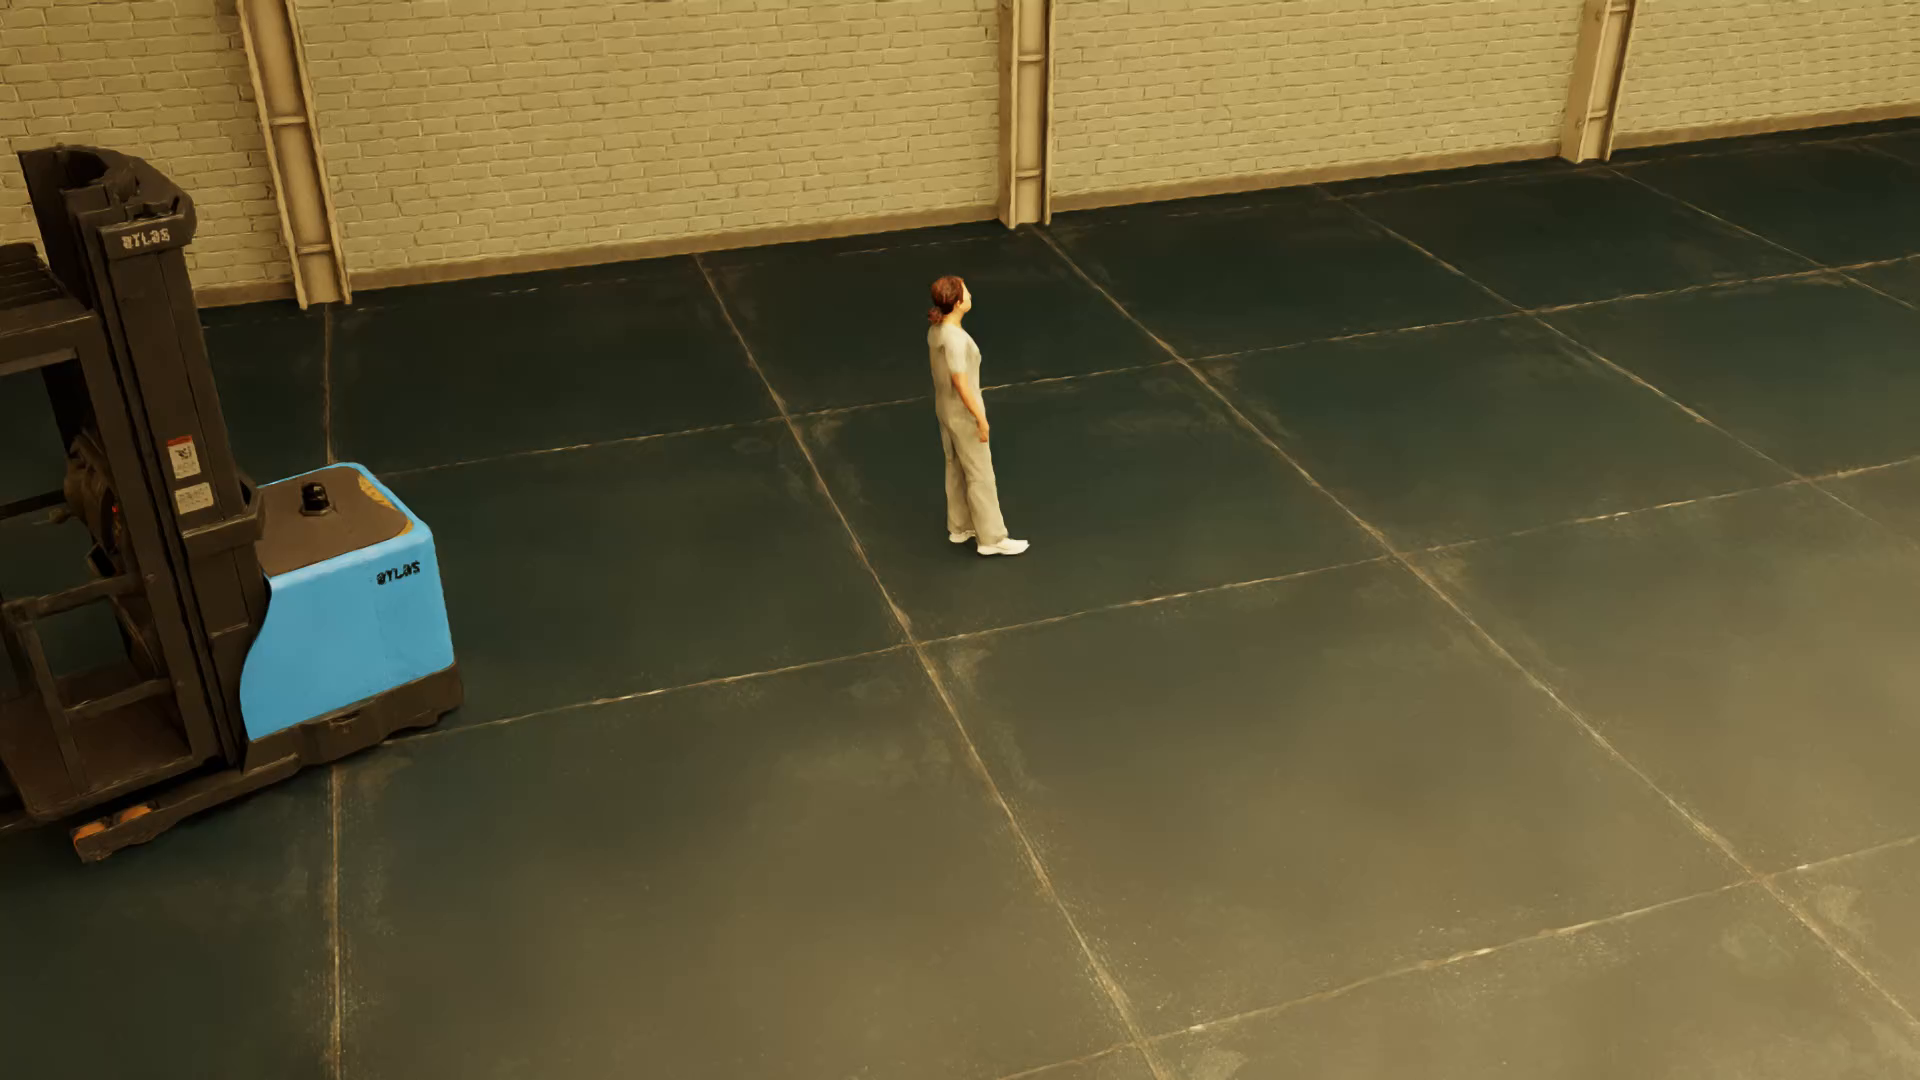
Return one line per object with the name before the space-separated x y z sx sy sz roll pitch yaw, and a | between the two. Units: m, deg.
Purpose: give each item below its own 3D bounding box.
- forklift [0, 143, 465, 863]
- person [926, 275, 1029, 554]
forklift | -3.993 -0.120 7.295 3.031 2.935 1.130 -22 36 -33
person | 0.074 -0.732 9.617 0.548 1.660 0.550 -10 31 -16
